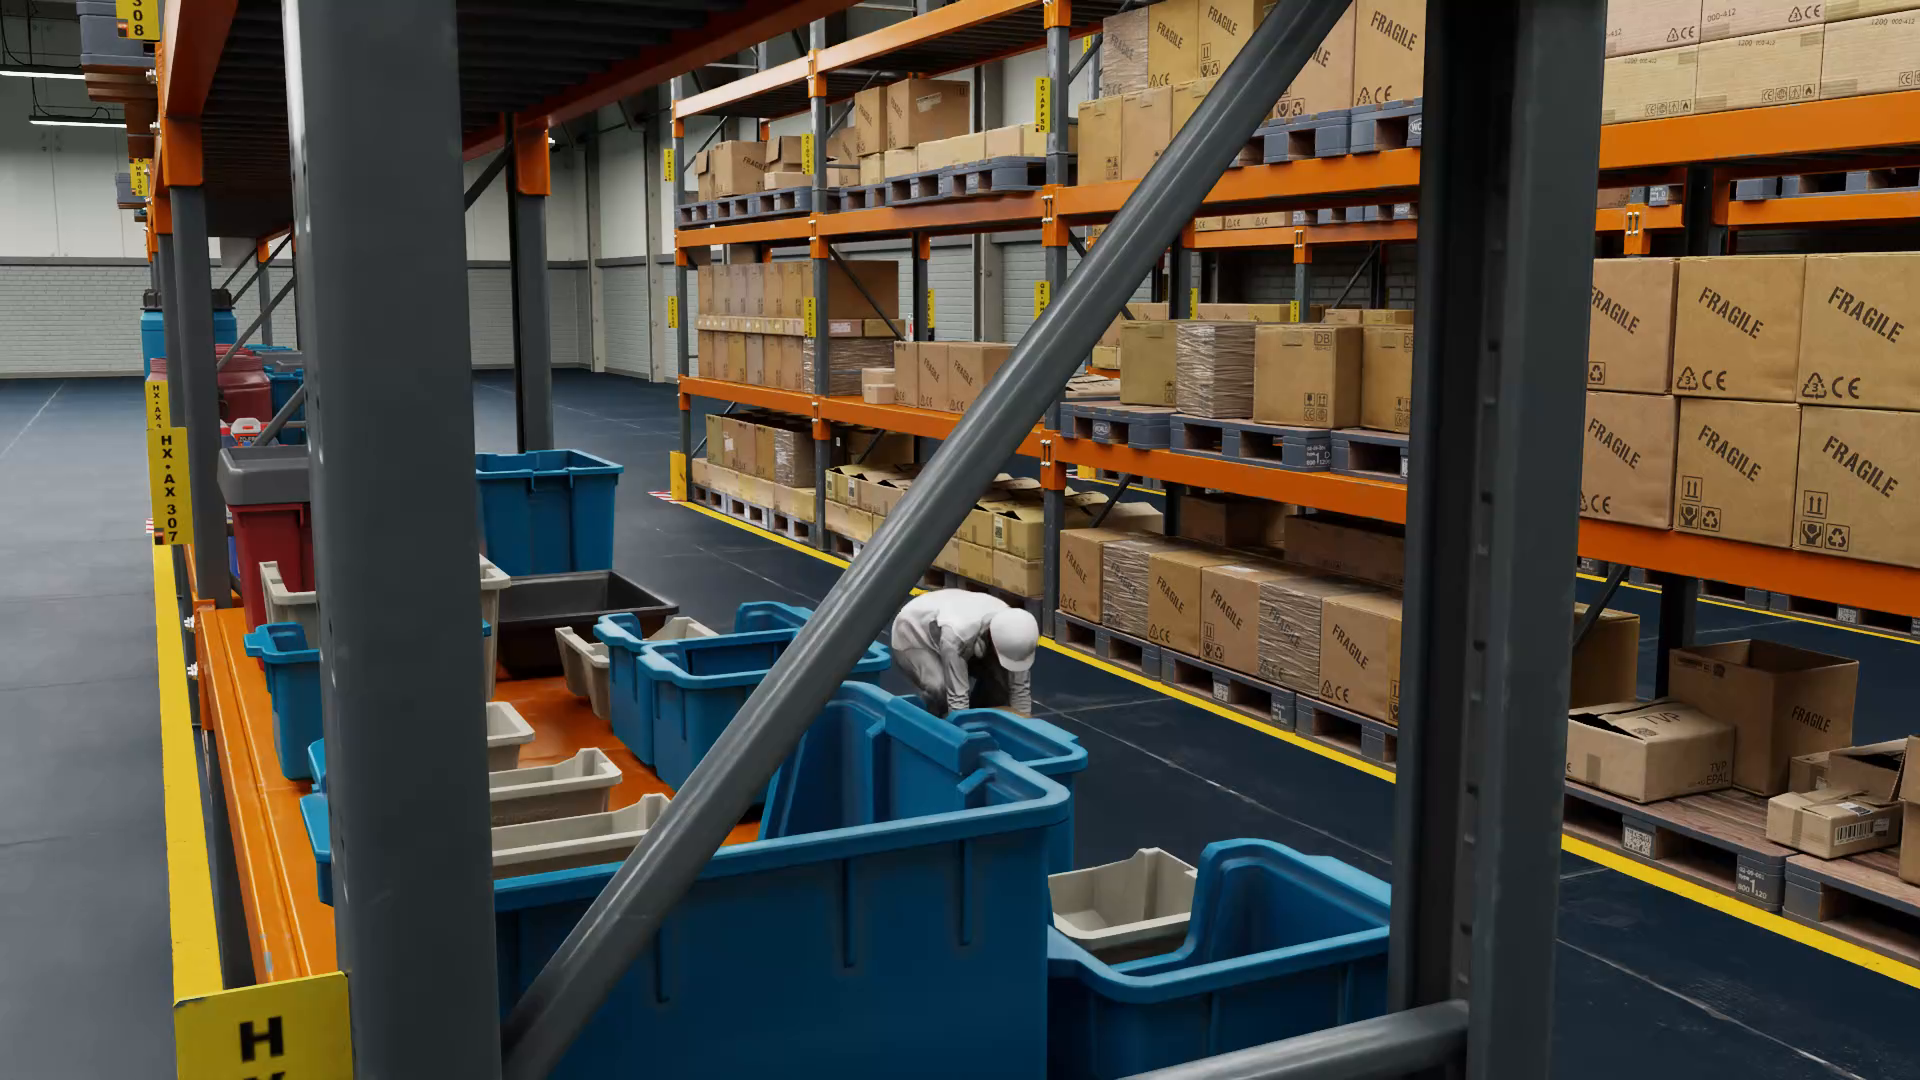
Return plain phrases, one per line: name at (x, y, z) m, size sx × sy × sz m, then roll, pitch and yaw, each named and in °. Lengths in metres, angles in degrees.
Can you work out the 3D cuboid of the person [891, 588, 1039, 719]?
person at (0.046, 0.649, 7.886) m, size 0.502 × 0.779 × 0.972 m, roll -4°, pitch 10°, yaw -27°
